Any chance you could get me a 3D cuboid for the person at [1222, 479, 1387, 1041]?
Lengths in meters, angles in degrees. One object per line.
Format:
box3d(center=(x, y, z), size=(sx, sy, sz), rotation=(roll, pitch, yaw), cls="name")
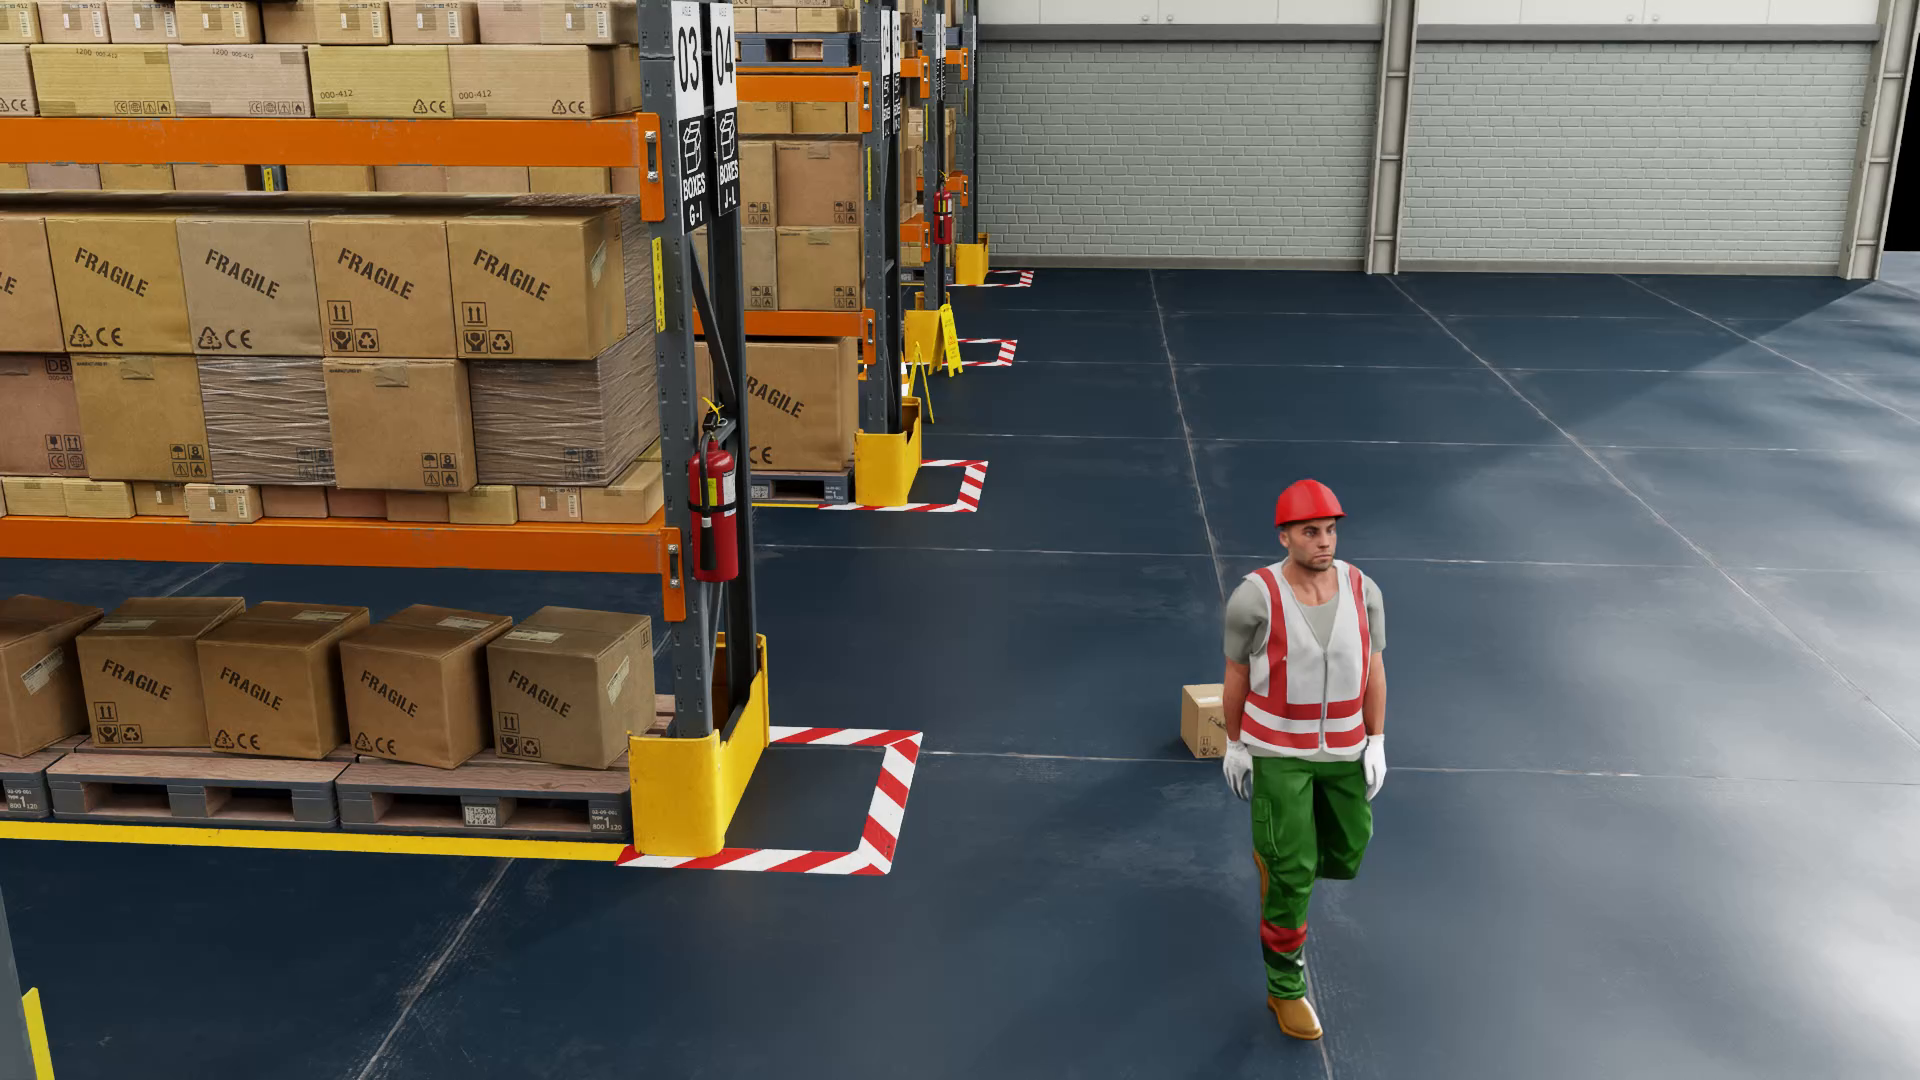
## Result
box3d(center=(1.098, 0.652, 5.390), size=(0.529, 1.762, 0.811), rotation=(-4, 18, -12), cls="person")
